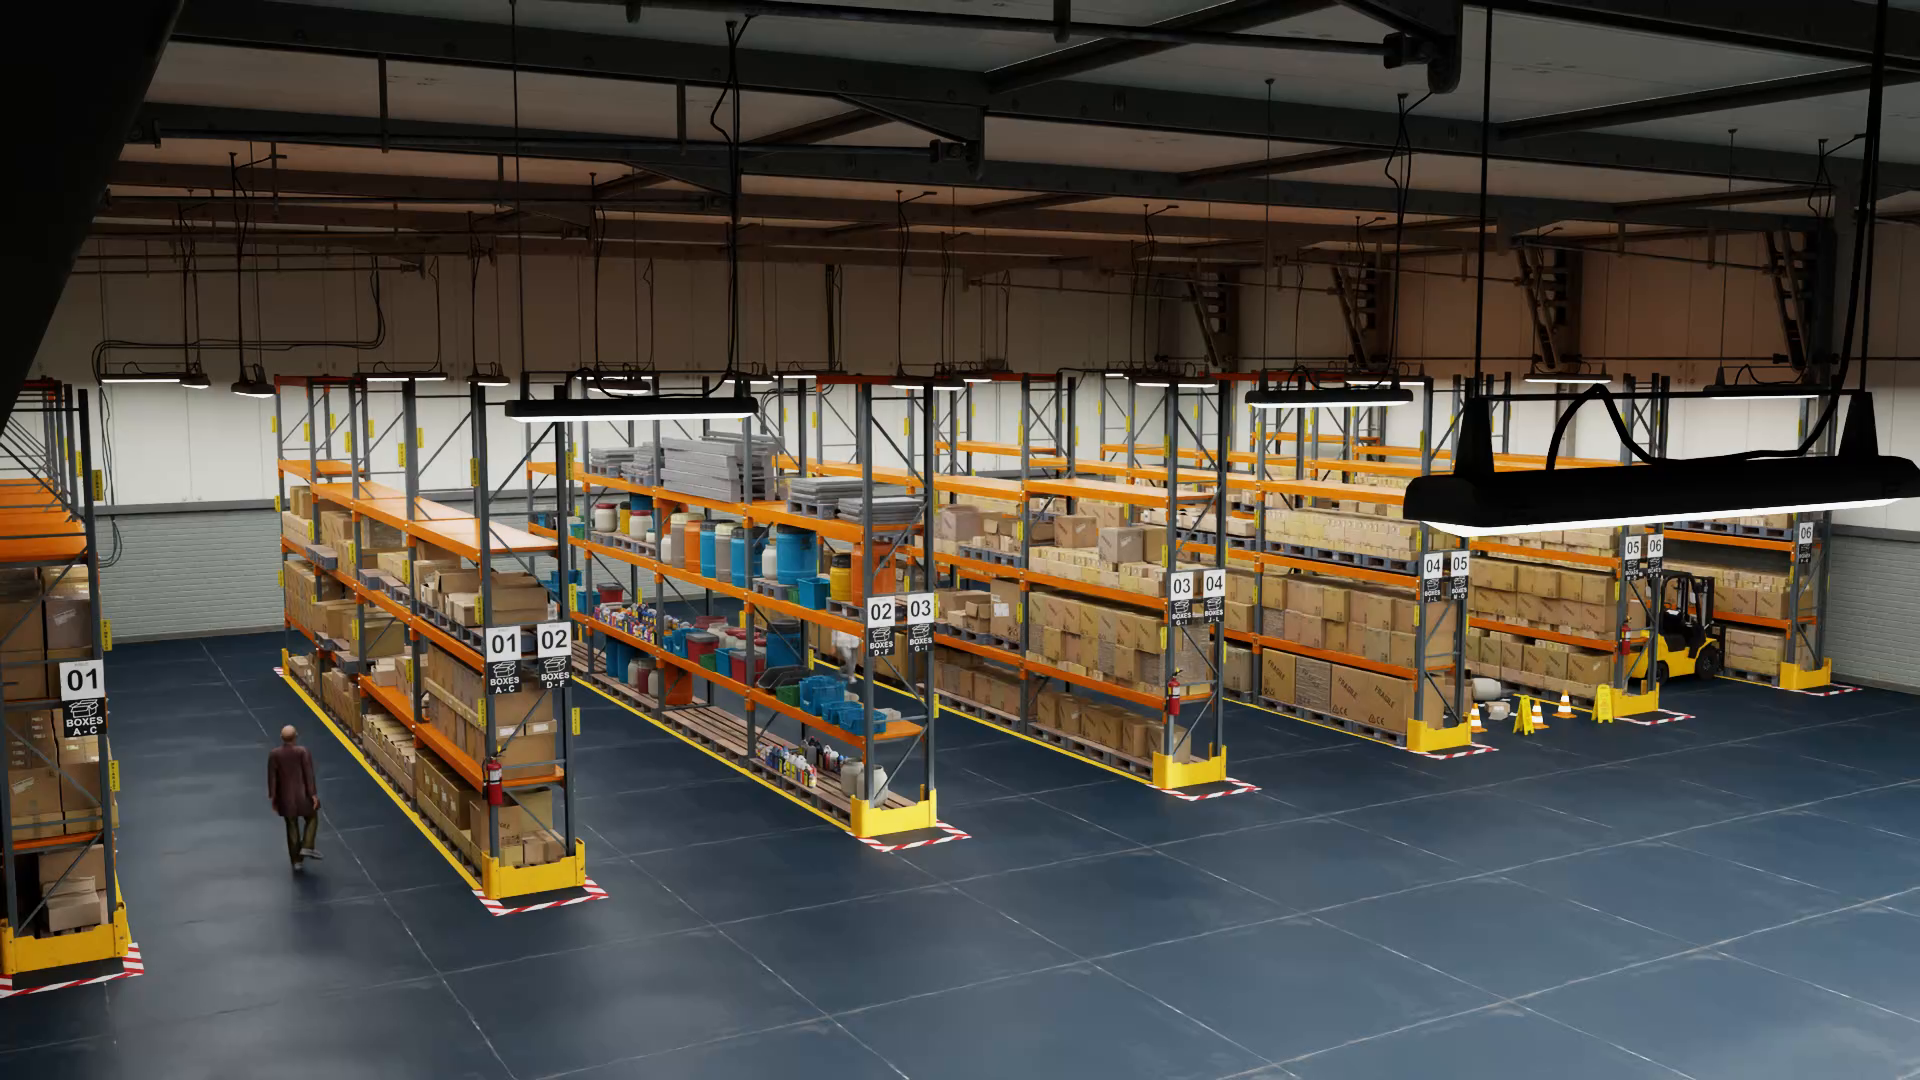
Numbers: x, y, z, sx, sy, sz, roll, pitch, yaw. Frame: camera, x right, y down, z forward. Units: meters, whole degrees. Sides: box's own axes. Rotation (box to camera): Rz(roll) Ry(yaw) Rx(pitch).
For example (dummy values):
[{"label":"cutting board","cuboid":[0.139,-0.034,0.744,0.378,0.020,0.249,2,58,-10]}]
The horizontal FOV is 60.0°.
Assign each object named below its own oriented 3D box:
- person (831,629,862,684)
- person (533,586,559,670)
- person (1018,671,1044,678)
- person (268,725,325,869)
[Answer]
[{"label":"person","cuboid":[-2.091,1.891,31.171,0.599,1.531,1.067,-3,7,-28]},{"label":"person","cuboid":[-8.437,1.801,33.856,0.533,1.699,0.399,-5,8,-40]},{"label":"person","cuboid":[1.268,1.838,31.690,0.595,1.600,0.662,-3,7,-27]},{"label":"person","cuboid":[-8.251,3.188,20.639,0.627,1.765,0.571,-2,7,-18]}]
